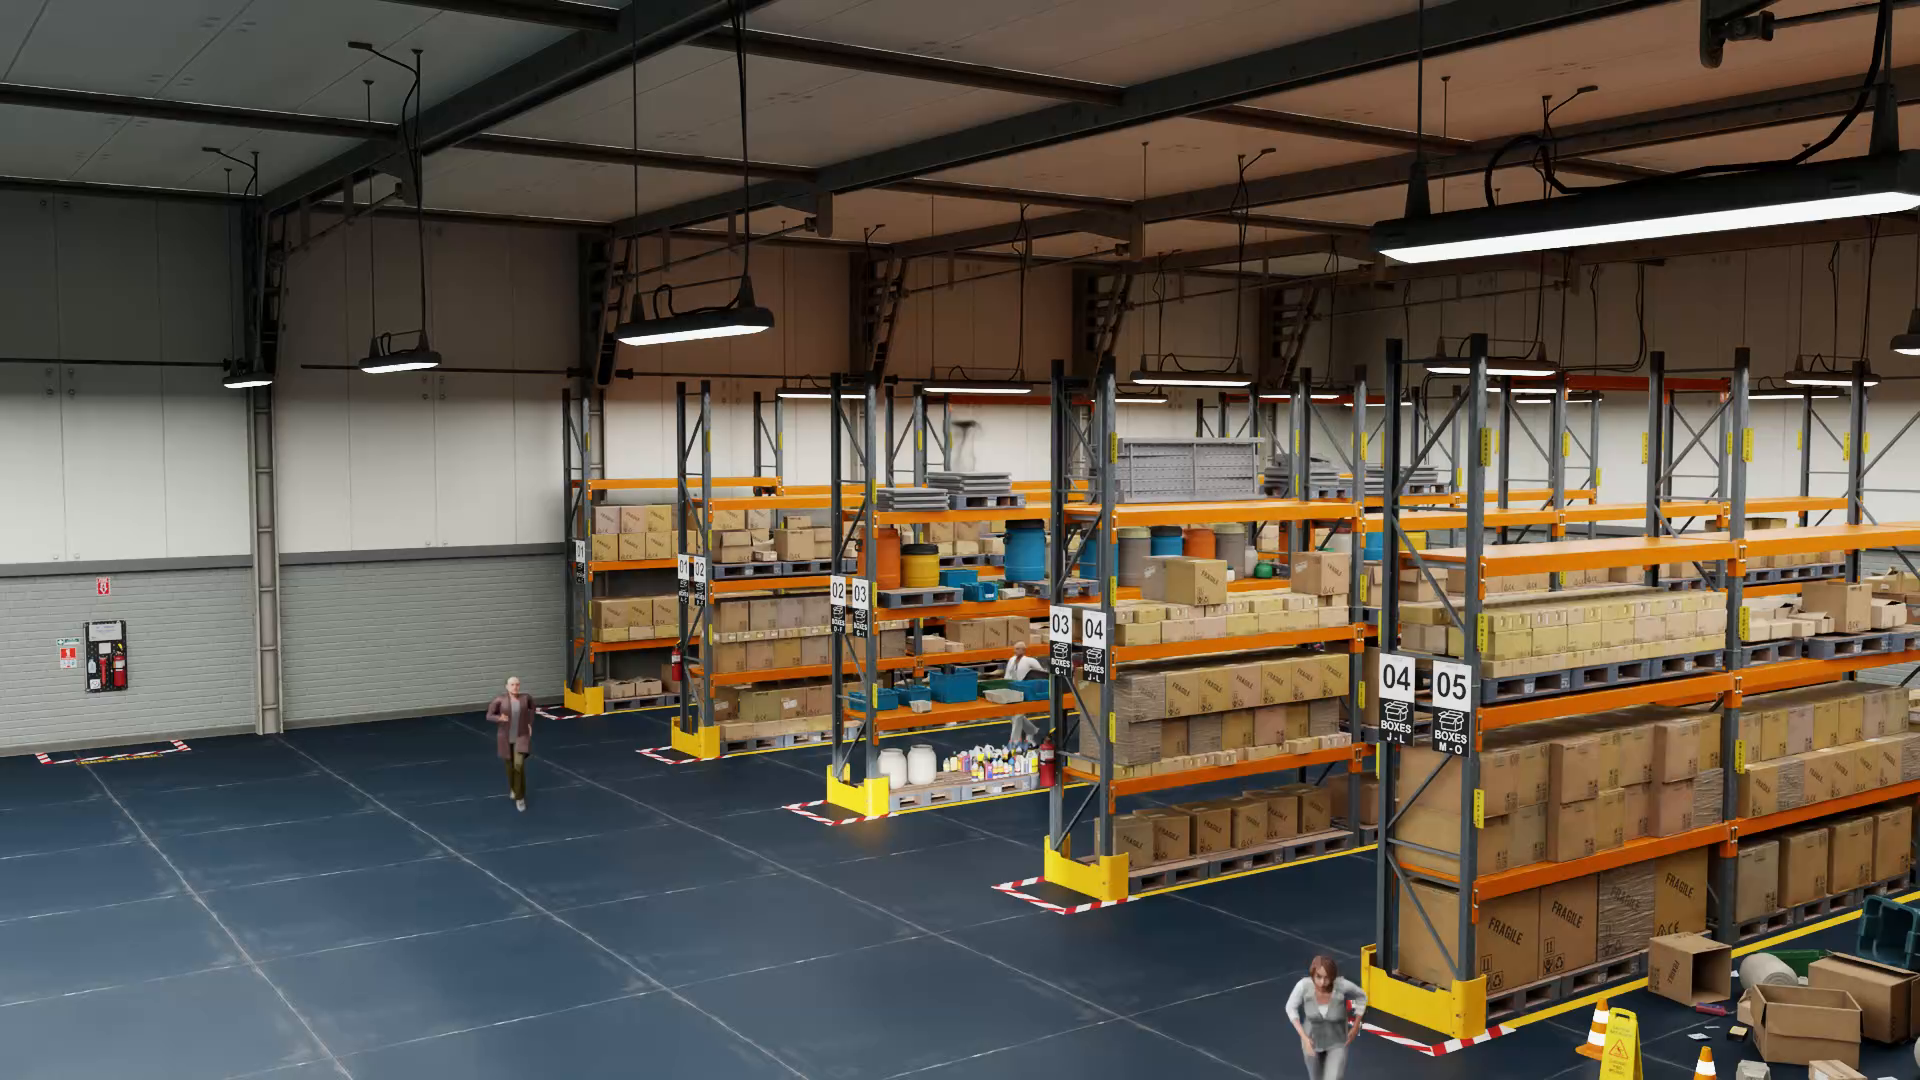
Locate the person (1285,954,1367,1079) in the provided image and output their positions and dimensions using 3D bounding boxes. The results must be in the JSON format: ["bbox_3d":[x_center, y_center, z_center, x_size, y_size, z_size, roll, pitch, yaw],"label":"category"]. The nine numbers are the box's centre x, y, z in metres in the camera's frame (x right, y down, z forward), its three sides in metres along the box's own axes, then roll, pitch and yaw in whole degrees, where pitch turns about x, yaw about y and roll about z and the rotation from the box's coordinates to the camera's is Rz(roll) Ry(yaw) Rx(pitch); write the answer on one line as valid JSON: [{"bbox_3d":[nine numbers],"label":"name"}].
[{"bbox_3d":[2.633,3.651,11.985,0.571,1.547,0.915,1,4,11],"label":"person"}]

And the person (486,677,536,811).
[{"bbox_3d":[-6.215,2.810,23.052,0.668,1.855,0.861,-1,4,-14],"label":"person"}]

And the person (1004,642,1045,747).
[{"bbox_3d":[1.014,2.563,27.041,0.733,1.746,0.925,4,5,45],"label":"person"}]
